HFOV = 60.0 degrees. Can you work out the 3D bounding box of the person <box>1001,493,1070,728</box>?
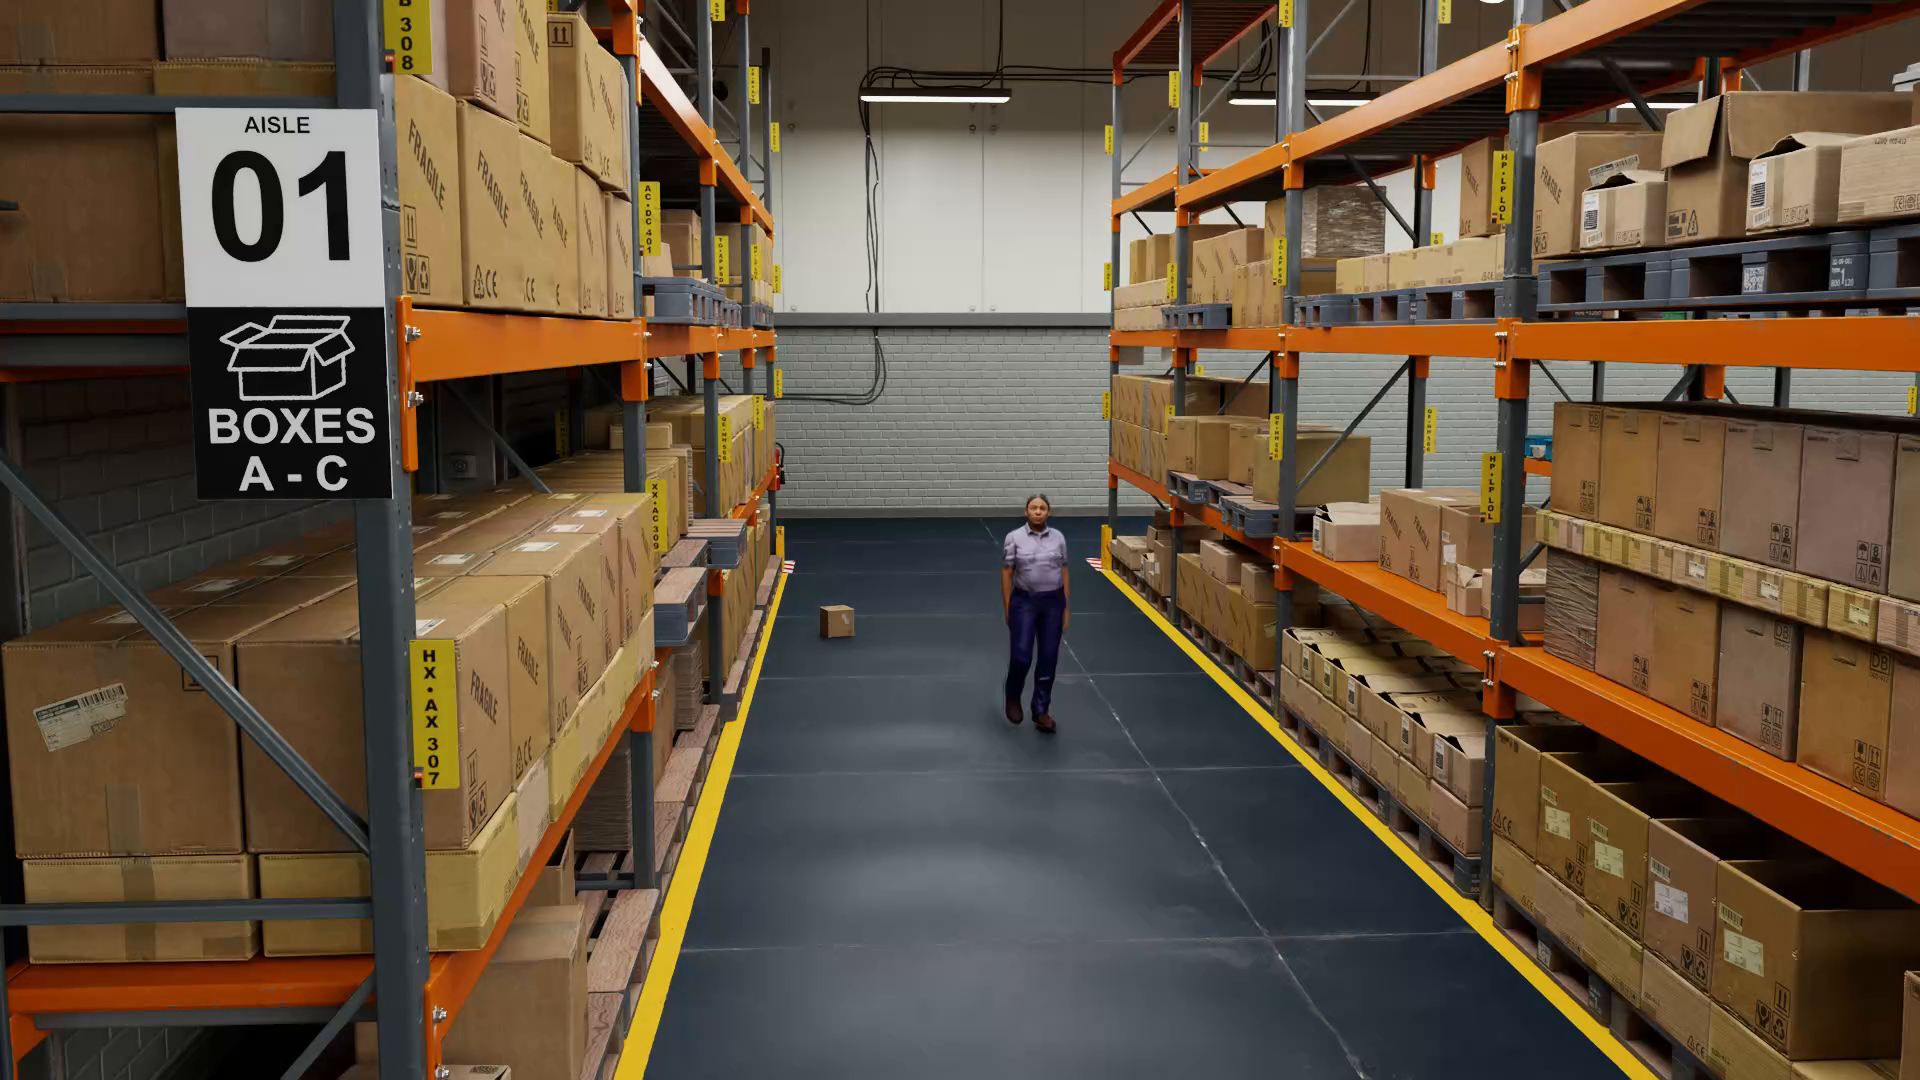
[{"bbox_3d":[0.541,0.499,11.644,0.475,1.633,0.459,-2,7,-13],"label":"person"}]
